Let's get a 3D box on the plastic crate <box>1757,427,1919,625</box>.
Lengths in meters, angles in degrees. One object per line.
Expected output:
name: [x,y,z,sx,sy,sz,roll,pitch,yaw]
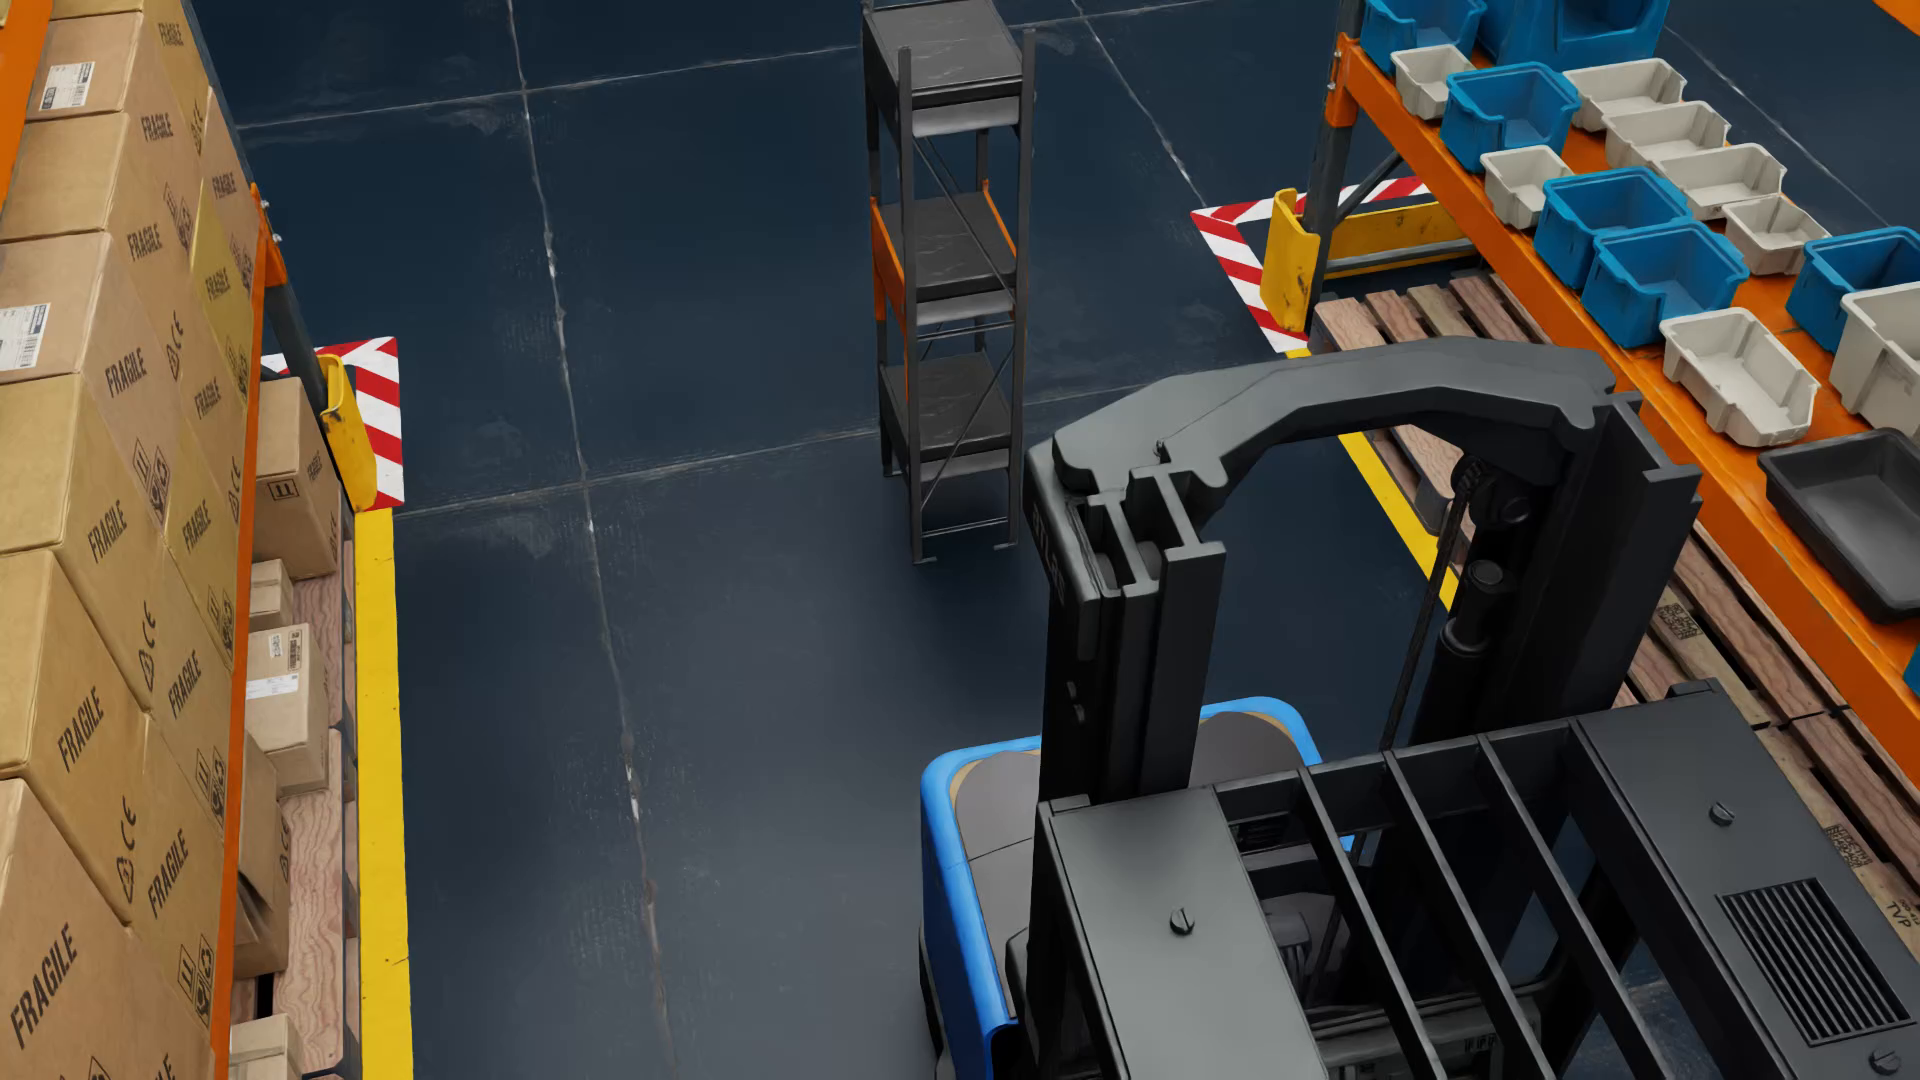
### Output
plastic crate: [2.406,-0.025,4.325,0.437,0.125,0.590,-11,47,-10]

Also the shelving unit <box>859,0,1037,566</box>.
shelving unit: [-0.042,-0.849,5.612,0.431,2.100,0.503,-11,47,-10]

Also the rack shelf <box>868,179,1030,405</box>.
rack shelf: [-0.042,-0.840,5.622,0.431,0.518,0.480,-11,47,-10]

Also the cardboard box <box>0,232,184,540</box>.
cardboard box: [-2.082,-0.303,3.676,0.500,0.500,0.500,-9,46,-9]

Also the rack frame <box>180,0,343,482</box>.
rack frame: [-2.861,-1.235,5.360,1.000,3.000,0.127,-11,47,-10]

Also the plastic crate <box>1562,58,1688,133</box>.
plastic crate: [2.312,-1.537,5.798,0.396,0.136,0.243,-11,47,-10]

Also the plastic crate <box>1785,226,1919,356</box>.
plastic crate: [2.702,-0.729,4.940,0.416,0.233,0.300,-11,47,-10]

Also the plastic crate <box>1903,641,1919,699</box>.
plastic crate: [2.503,0.348,3.778,0.392,0.384,0.575,-11,47,-10]

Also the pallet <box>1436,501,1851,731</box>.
pallet: [2.411,0.255,5.852,1.003,0.211,1.213,-11,47,-10]

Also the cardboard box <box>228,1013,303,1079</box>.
cardboard box: [-1.966,1.440,4.415,0.380,0.166,0.250,-11,47,-10]

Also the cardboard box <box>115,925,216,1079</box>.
cardboard box: [-1.704,1.090,3.012,0.500,0.500,0.500,-10,46,-9]

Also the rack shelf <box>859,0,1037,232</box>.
rack shelf: [-0.042,-1.330,5.122,0.431,0.518,0.480,-11,47,-10]

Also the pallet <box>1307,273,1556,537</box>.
pallet: [2.102,-0.586,6.676,1.003,0.211,1.213,-11,47,-10]

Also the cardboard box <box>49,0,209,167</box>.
cardboard box: [-2.481,-1.363,4.715,0.500,0.500,0.500,-11,47,-11]

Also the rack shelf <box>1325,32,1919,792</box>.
rack shelf: [2.441,-0.505,5.149,1.077,0.370,4.000,-11,47,-10]

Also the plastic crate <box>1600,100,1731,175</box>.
plastic crate: [2.373,-1.334,5.600,0.396,0.136,0.243,-11,47,-10]

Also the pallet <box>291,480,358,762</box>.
pallet: [-2.636,0.344,5.765,1.003,0.211,1.213,-11,47,-10]

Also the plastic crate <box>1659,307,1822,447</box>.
plastic crate: [2.216,-0.452,4.736,0.293,0.136,0.466,-11,47,-10]

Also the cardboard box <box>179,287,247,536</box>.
cardboard box: [-2.224,-0.307,4.381,0.500,0.500,0.500,-10,46,-10]

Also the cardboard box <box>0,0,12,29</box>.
cardboard box: [-2.216,-1.236,3.366,0.500,0.250,0.500,-11,47,-10]

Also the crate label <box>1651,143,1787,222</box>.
crate label: [2.467,-1.146,5.416,0.396,0.136,0.243,-11,47,-10]

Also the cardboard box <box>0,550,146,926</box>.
cardboard box: [-1.818,0.409,2.979,0.500,0.500,0.500,-12,47,-12]

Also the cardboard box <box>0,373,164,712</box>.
cardboard box: [-1.949,0.054,3.327,0.500,0.500,0.500,-12,47,-11]

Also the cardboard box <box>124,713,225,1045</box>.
cardboard box: [-1.838,0.737,3.357,0.500,0.500,0.500,-10,46,-10]

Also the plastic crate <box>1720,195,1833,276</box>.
plastic crate: [2.561,-0.945,5.219,0.298,0.136,0.250,-11,47,-10]

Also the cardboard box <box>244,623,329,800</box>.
cardboard box: [-2.269,0.565,5.213,0.500,0.250,0.500,-11,47,-10]

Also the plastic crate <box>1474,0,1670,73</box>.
plastic crate: [2.195,-1.974,6.018,0.616,0.435,0.499,-11,47,-10]

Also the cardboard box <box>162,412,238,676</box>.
cardboard box: [-2.095,0.040,4.040,0.500,0.500,0.500,-11,47,-11]

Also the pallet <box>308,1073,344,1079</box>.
pallet: [-2.012,2.028,4.114,1.003,0.211,1.213,-11,47,-10]

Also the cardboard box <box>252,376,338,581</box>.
cardboard box: [-2.483,-0.184,5.772,0.500,0.500,0.500,-11,47,-10]

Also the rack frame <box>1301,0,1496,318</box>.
rack frame: [1.929,-2.138,6.245,1.000,3.000,0.127,-11,47,-10]

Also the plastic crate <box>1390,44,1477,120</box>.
plastic crate: [1.676,-1.599,5.860,0.250,0.136,0.298,-11,47,-10]

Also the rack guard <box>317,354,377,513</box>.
rack guard: [-2.841,-0.308,6.201,1.175,0.500,0.348,-11,47,-10]

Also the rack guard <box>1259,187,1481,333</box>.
rack guard: [1.910,-1.277,7.152,1.175,0.500,0.348,-11,47,-10]

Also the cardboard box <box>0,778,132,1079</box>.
cardboard box: [-1.685,0.765,2.630,0.500,0.500,0.500,-10,46,-9]

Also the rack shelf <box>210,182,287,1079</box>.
rack shelf: [-2.349,0.398,4.264,1.077,0.370,4.000,-11,47,-10]

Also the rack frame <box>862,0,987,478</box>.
rack frame: [-0.105,-1.018,5.777,0.400,2.100,0.015,-11,47,-10]

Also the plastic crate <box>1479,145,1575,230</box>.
plastic crate: [1.849,-1.131,5.401,0.250,0.136,0.298,-11,47,-10]

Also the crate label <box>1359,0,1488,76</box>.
crate label: [1.673,-1.870,6.057,0.416,0.233,0.303,-11,47,-10]

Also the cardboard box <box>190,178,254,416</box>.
cardboard box: [-2.347,-0.653,4.720,0.500,0.500,0.500,-10,46,-10]

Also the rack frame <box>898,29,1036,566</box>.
rack frame: [0.020,-0.681,5.447,0.400,2.100,0.015,-11,47,-10]

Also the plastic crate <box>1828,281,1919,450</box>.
plastic crate: [2.740,-0.444,4.626,0.437,0.282,0.530,-11,47,-10]

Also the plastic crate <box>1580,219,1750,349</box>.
plastic crate: [2.087,-0.754,4.963,0.416,0.233,0.300,-11,47,-10]

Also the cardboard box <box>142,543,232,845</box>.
cardboard box: [-1.964,0.391,3.696,0.500,0.500,0.500,-11,47,-11]

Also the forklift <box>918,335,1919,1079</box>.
forklift: [0.704,1.226,2.996,1.130,2.935,3.031,-9,46,-9]

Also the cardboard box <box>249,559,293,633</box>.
cardboard box: [-2.467,0.229,5.601,0.380,0.166,0.250,-11,47,-10]

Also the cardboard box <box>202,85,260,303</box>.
cardboard box: [-2.483,-1.010,5.070,0.500,0.500,0.500,-9,46,-9]

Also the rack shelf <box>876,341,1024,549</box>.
rack shelf: [-0.042,-0.350,6.122,0.431,0.518,0.480,-11,47,-10]

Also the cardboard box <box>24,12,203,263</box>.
cardboard box: [-2.351,-1.014,4.374,0.500,0.500,0.500,-10,46,-9]

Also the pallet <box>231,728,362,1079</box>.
pallet: [-2.327,1.185,4.941,1.003,0.211,1.213,-11,47,-10]

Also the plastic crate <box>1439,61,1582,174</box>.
plastic crate: [1.842,-1.415,5.612,0.416,0.233,0.300,-11,47,-10]

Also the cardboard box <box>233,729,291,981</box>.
cardboard box: [-2.323,0.950,4.658,0.797,0.503,0.637,-11,47,-10]

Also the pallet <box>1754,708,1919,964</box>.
pallet: [2.727,1.099,5.025,1.003,0.211,1.213,-11,47,-10]

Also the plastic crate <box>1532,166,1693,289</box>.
plastic crate: [2.011,-0.961,5.166,0.416,0.233,0.300,-11,47,-10]

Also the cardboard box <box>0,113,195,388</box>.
cardboard box: [-2.214,-0.657,4.024,0.500,0.500,0.500,-10,46,-9]
